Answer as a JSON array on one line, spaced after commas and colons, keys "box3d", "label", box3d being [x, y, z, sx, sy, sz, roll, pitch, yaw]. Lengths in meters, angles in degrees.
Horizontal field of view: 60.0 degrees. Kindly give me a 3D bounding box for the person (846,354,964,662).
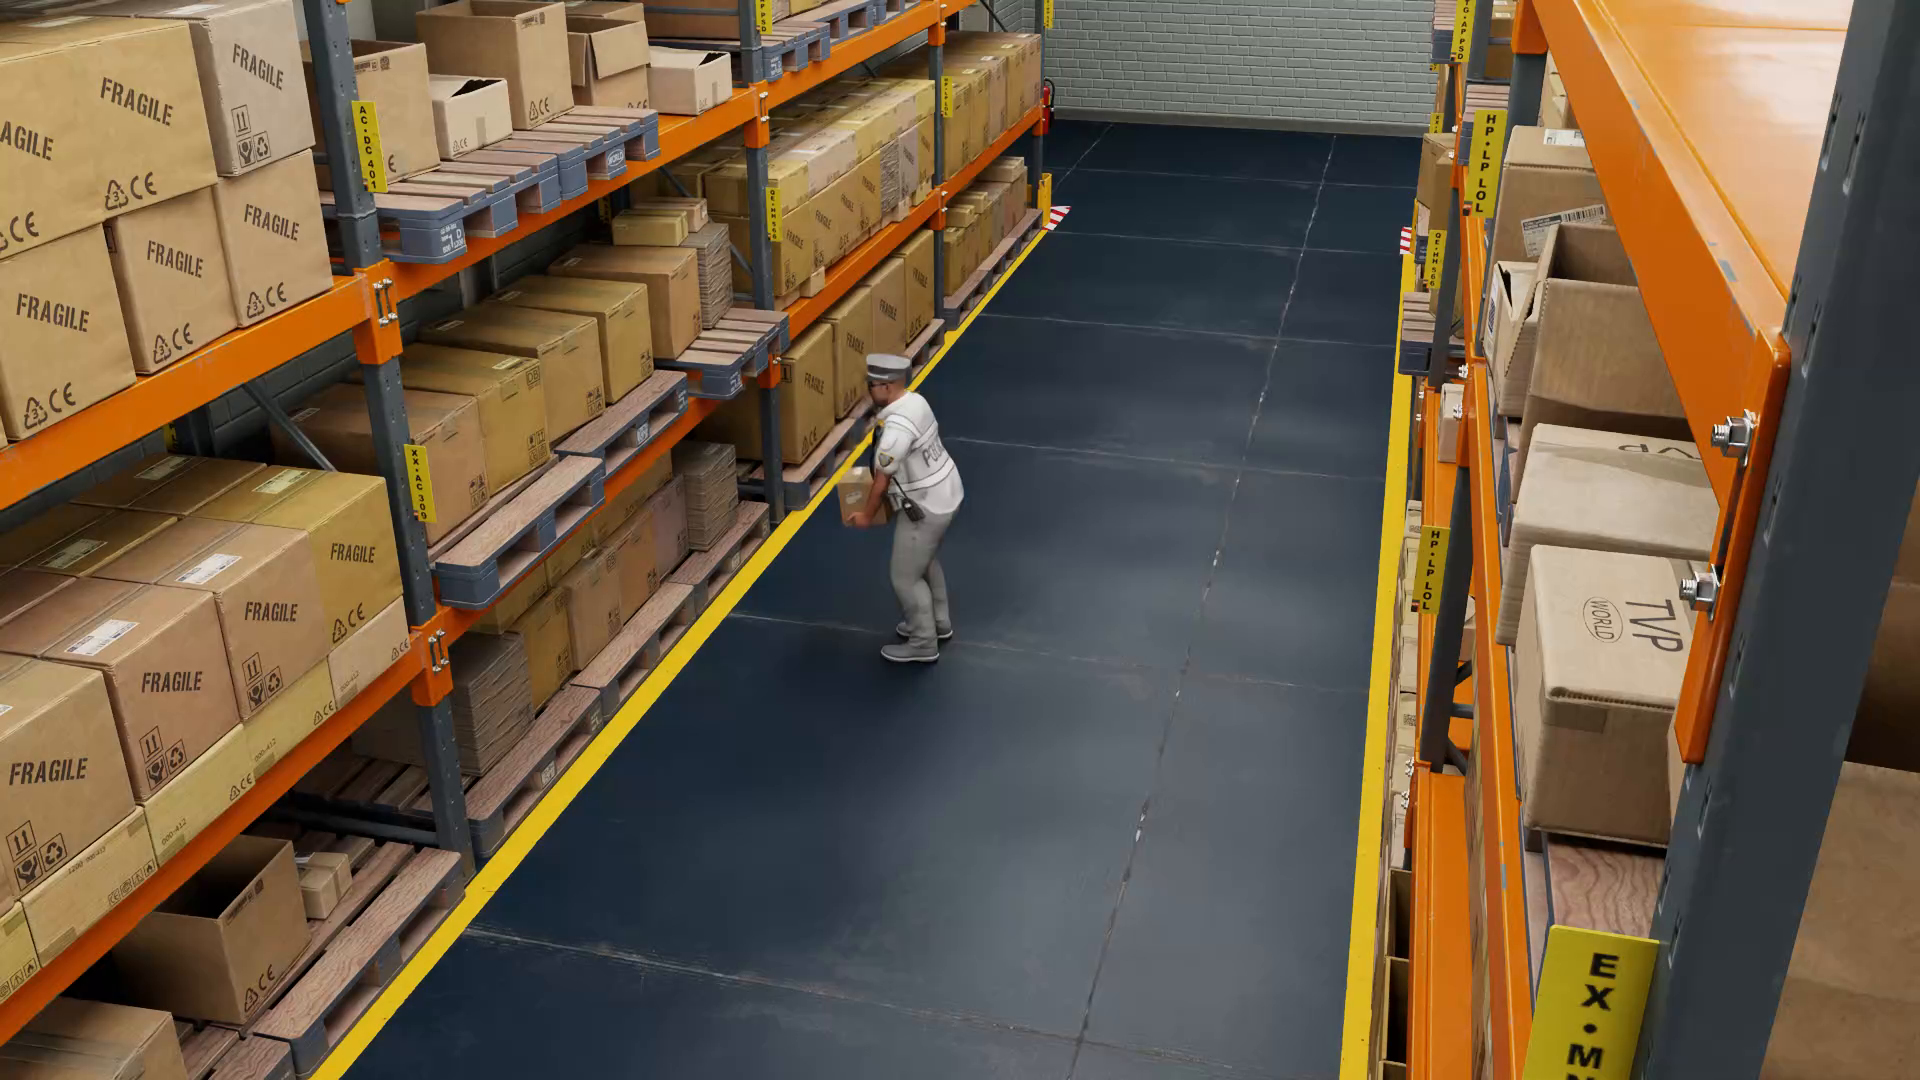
[{"box3d": [-0.295, -0.175, 9.021, 0.607, 1.720, 0.483, 6, 26, 12], "label": "person"}]
